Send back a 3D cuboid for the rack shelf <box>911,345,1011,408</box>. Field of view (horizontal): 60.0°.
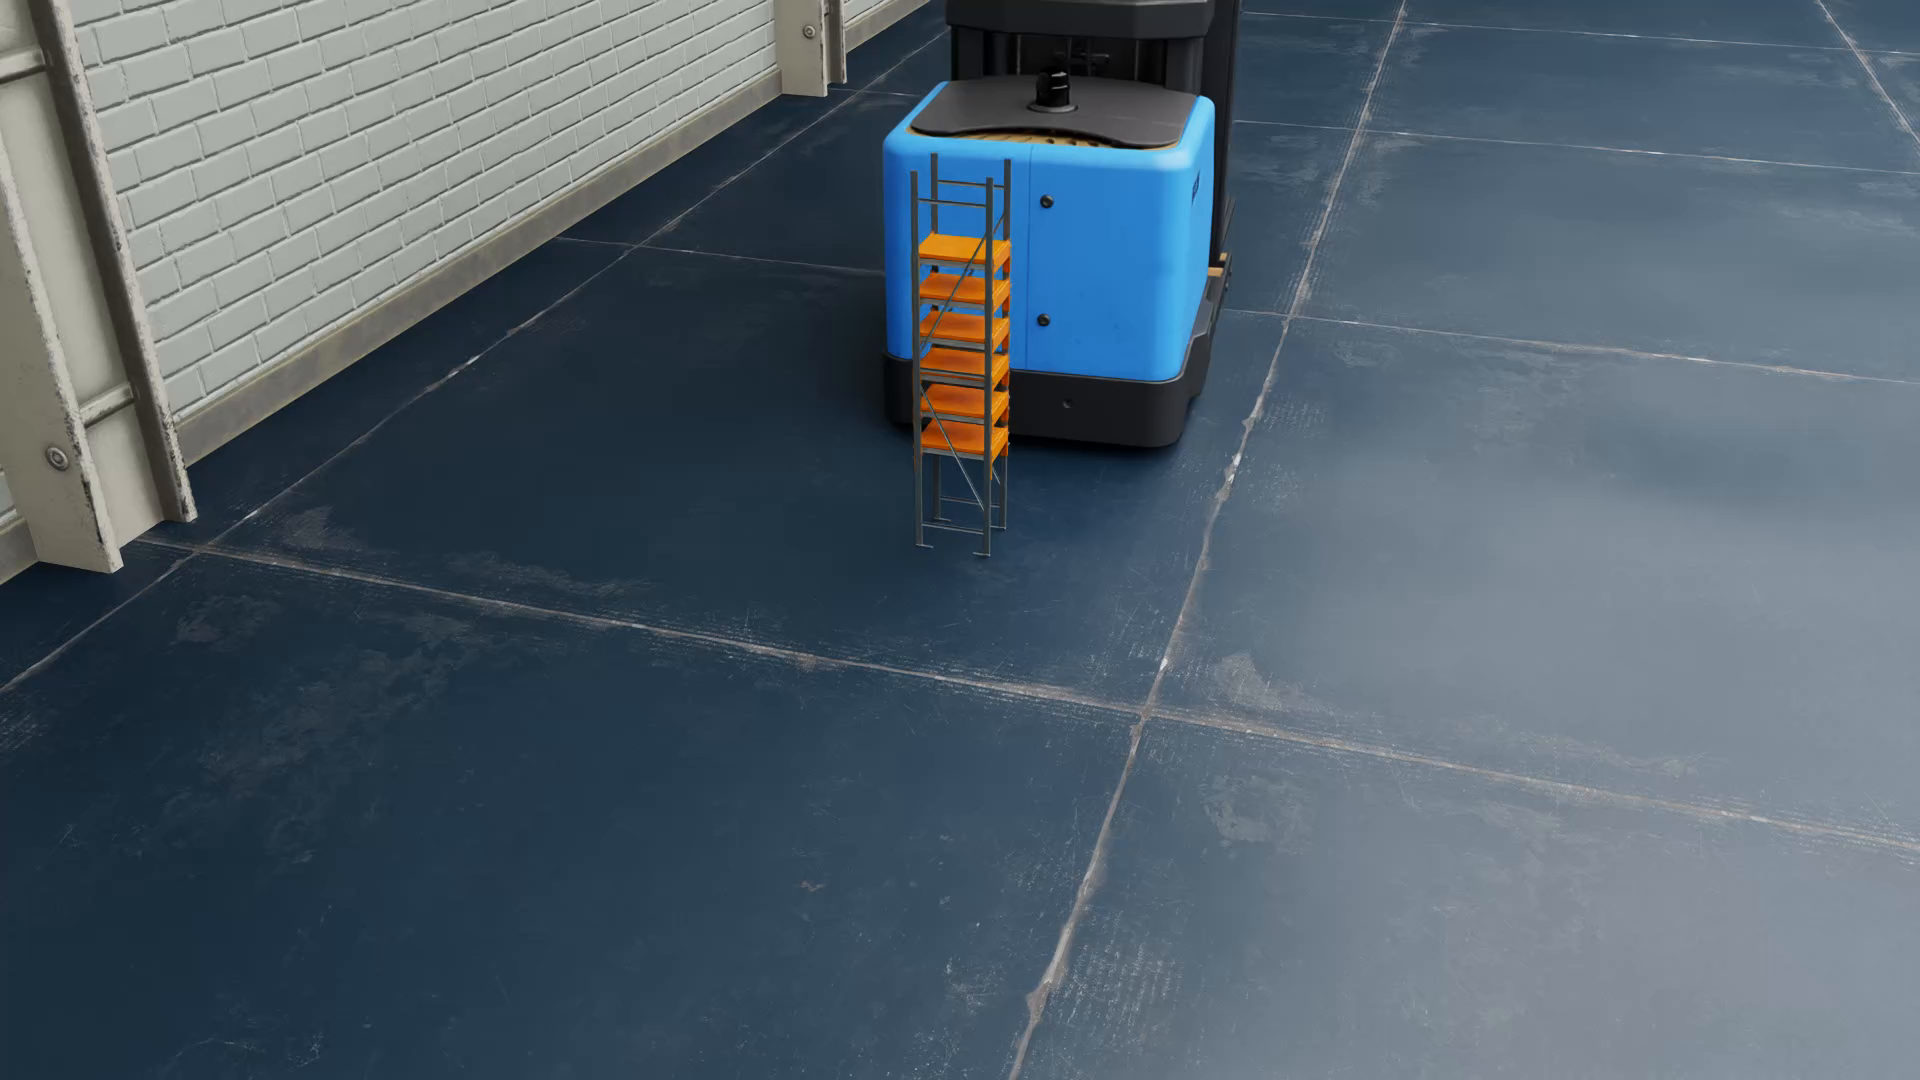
[{"bbox_3d":[0.004,-0.492,4.992,0.258,0.103,0.180,8,30,15],"label":"rack shelf"}]

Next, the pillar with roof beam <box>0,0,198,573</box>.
[{"bbox_3d":[1.441,-3.330,1.979,9.100,9.000,0.400,8,30,15],"label":"pillar with roof beam"}]

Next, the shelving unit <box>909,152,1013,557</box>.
[{"bbox_3d":[0.004,-0.531,4.970,0.258,1.200,0.189,8,30,15],"label":"shelving unit"}]

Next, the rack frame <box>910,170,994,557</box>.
[{"bbox_3d":[-0.023,-0.489,4.894,0.240,1.200,0.006,8,30,15],"label":"rack frame"}]

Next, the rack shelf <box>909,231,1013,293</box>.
[{"bbox_3d":[0.004,-0.807,4.817,0.258,0.103,0.180,8,30,15],"label":"rack shelf"}]

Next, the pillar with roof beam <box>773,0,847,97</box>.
[{"bbox_3d":[3.203,-6.118,6.991,9.100,9.000,0.400,8,30,15],"label":"pillar with roof beam"}]

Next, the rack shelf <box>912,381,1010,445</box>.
[{"bbox_3d":[0.004,-0.387,5.050,0.258,0.103,0.180,8,30,15],"label":"rack shelf"}]

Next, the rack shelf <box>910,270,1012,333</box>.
[{"bbox_3d":[0.004,-0.702,4.875,0.258,0.103,0.180,8,30,15],"label":"rack shelf"}]

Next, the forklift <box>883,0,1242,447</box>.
[{"bbox_3d":[0.561,-2.297,6.364,1.130,2.935,3.031,6,30,11],"label":"forklift"}]

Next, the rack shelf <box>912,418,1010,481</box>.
[{"bbox_3d":[0.004,-0.282,5.109,0.258,0.103,0.180,8,30,15],"label":"rack shelf"}]

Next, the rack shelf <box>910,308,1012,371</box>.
[{"bbox_3d":[0.004,-0.597,4.934,0.258,0.103,0.180,8,30,15],"label":"rack shelf"}]

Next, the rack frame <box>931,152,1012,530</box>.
[{"bbox_3d":[0.031,-0.574,5.047,0.240,1.200,0.006,8,30,15],"label":"rack frame"}]
